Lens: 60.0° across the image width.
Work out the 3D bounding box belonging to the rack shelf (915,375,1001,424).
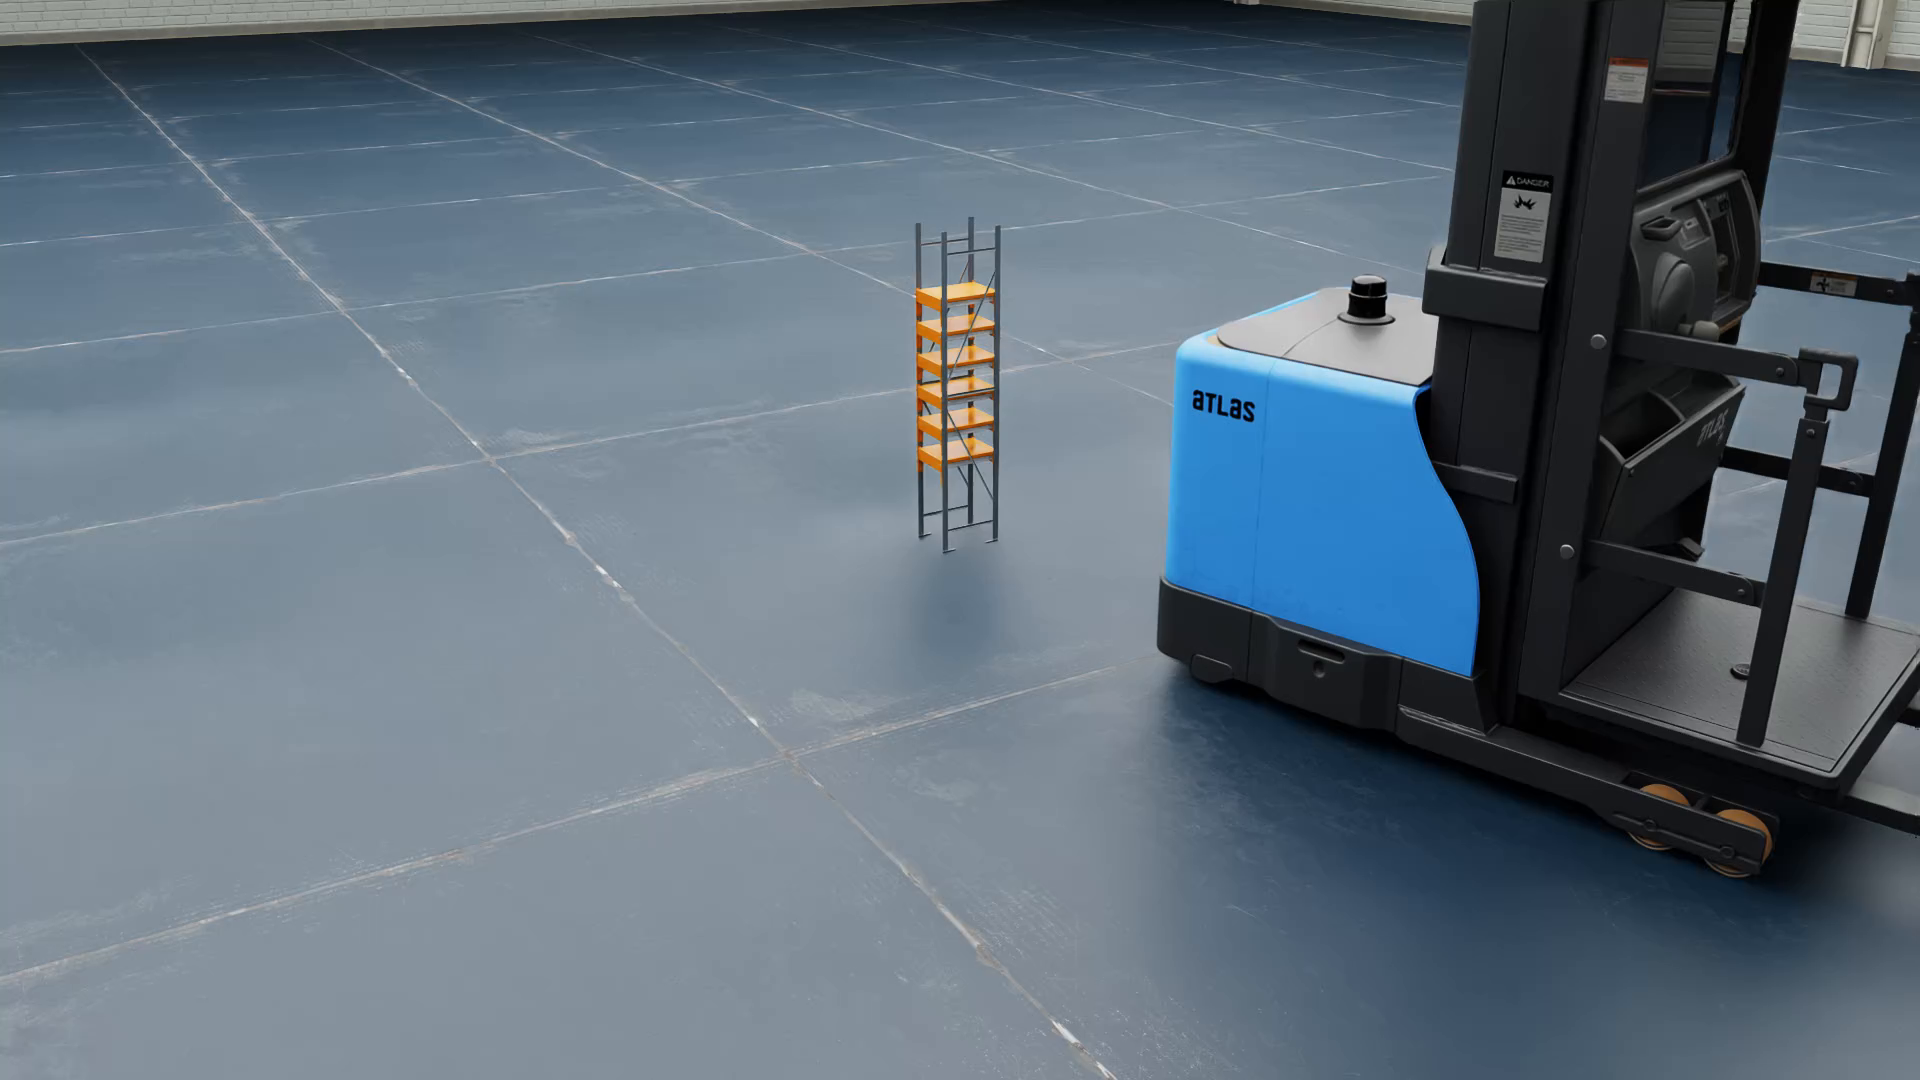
[{"bbox_3d":[-0.007,-0.519,6.114,0.258,0.103,0.180,-13,25,-28],"label":"rack shelf"}]

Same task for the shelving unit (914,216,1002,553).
[{"bbox_3d":[-0.007,-0.561,6.097,0.258,1.200,0.189,-13,25,-28],"label":"shelving unit"}]

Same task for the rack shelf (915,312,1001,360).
[{"bbox_3d":[-0.007,-0.742,6.023,0.258,0.103,0.180,-13,25,-28],"label":"rack shelf"}]

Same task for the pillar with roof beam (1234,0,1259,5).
[{"bbox_3d":[1.577,-13.205,26.848,9.100,9.000,0.400,-13,25,-28],"label":"pillar with roof beam"}]

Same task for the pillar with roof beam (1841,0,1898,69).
[{"bbox_3d":[7.706,-9.320,17.291,9.100,9.000,0.400,-13,25,-28],"label":"pillar with roof beam"}]

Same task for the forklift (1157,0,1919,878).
[{"bbox_3d":[2.075,-0.729,4.212,3.031,2.935,1.130,18,28,37],"label":"forklift"}]

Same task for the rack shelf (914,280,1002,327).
[{"bbox_3d":[-0.007,-0.853,5.978,0.258,0.103,0.180,-13,25,-28],"label":"rack shelf"}]

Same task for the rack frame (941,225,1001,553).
[{"bbox_3d":[0.039,-0.531,6.024,0.240,1.200,0.006,-13,25,-28],"label":"rack frame"}]

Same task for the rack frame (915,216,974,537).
[{"bbox_3d":[-0.054,-0.590,6.170,0.240,1.200,0.006,-13,25,-28],"label":"rack frame"}]

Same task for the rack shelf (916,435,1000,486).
[{"bbox_3d":[-0.007,-0.297,6.204,0.258,0.103,0.180,-13,25,-28],"label":"rack shelf"}]

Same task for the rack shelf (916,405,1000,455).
[{"bbox_3d":[-0.007,-0.408,6.159,0.258,0.103,0.180,-13,25,-28],"label":"rack shelf"}]

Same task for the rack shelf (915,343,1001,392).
[{"bbox_3d":[-0.007,-0.631,6.069,0.258,0.103,0.180,-13,25,-28],"label":"rack shelf"}]
